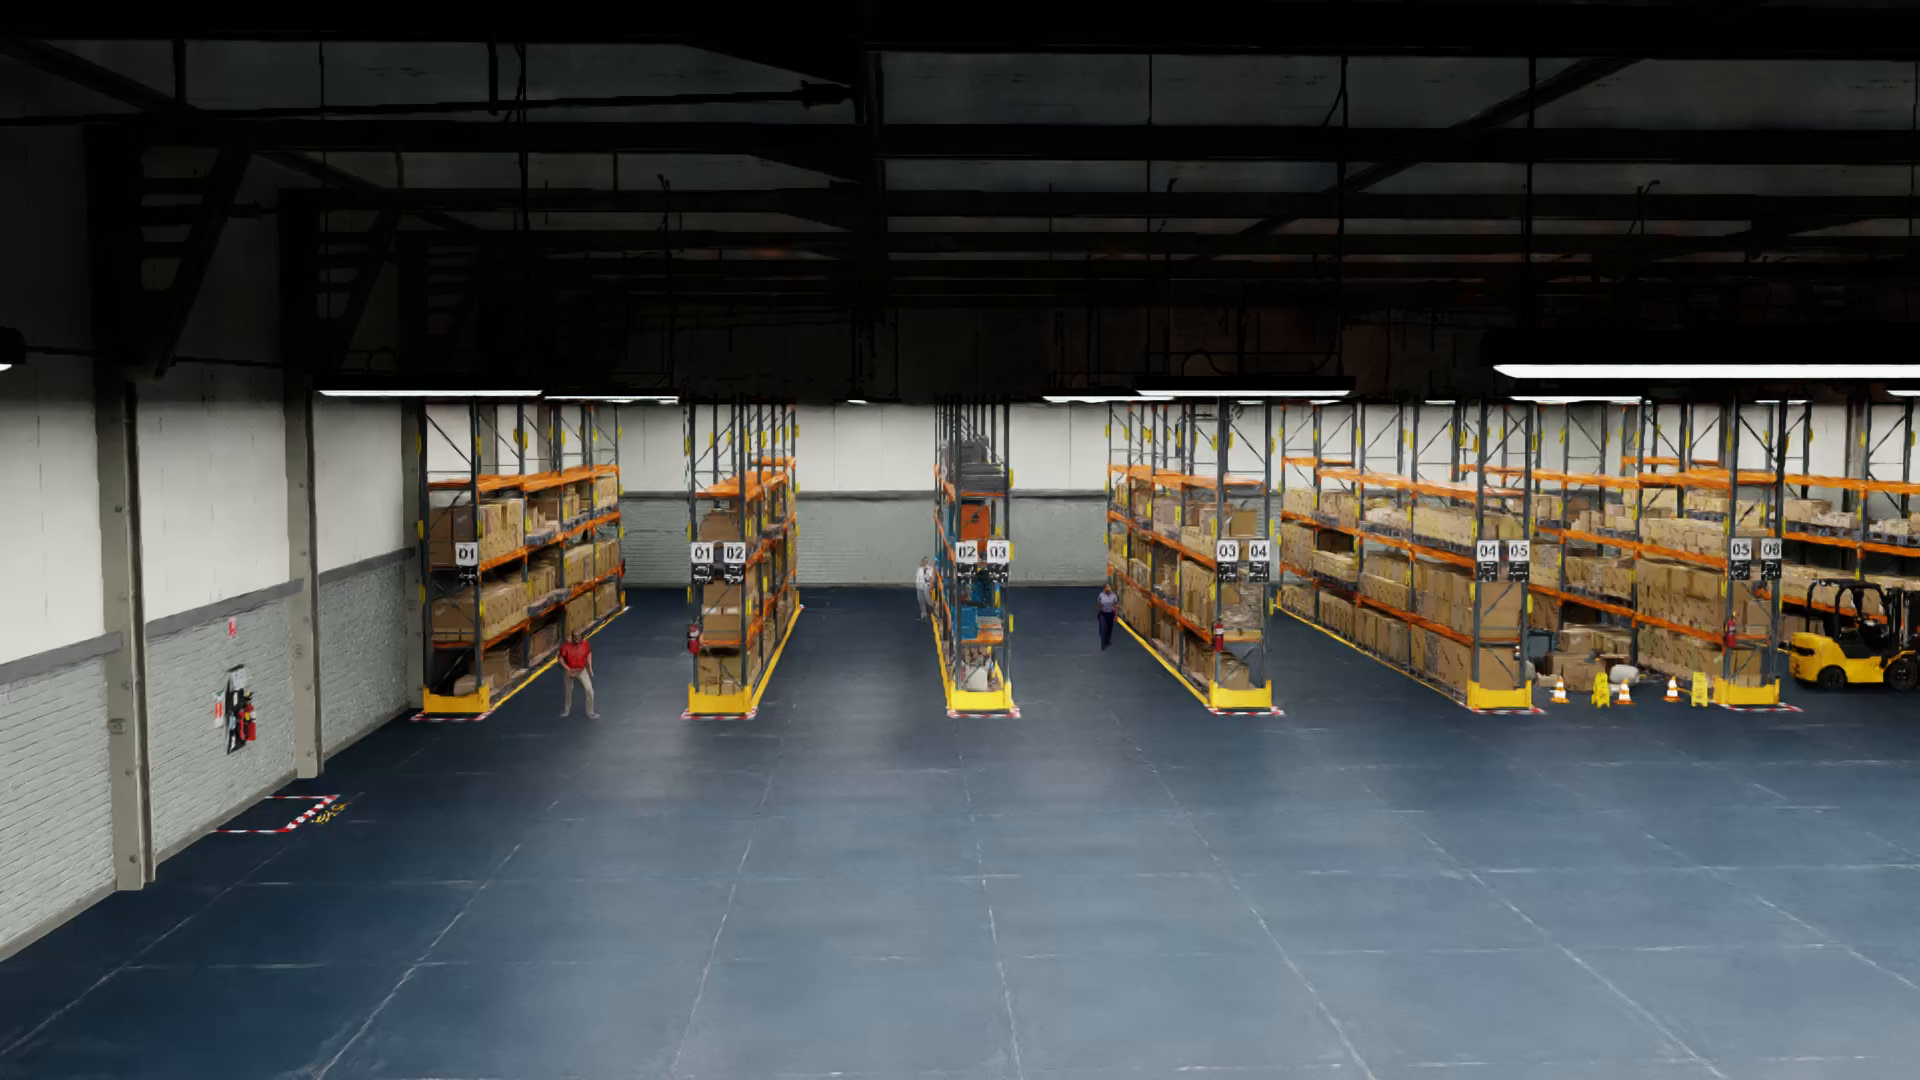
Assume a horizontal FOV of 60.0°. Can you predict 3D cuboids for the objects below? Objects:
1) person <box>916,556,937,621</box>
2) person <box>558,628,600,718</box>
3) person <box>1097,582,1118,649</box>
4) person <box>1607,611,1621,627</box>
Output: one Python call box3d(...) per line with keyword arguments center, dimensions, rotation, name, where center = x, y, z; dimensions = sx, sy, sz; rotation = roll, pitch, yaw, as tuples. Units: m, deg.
box3d(center=(-0.903, 1.278, 44.451), dimensions=(0.577, 1.746, 0.564), rotation=(3, 6, 37), name="person")
box3d(center=(-7.039, 2.436, 30.573), dimensions=(0.705, 1.663, 0.833), rotation=(-2, 5, -21), name="person")
box3d(center=(3.500, 1.773, 39.385), dimensions=(0.478, 1.567, 1.083), rotation=(0, 5, -5), name="person")
box3d(center=(16.408, 1.466, 41.918), dimensions=(0.580, 1.757, 0.673), rotation=(3, 5, 30), name="person")
